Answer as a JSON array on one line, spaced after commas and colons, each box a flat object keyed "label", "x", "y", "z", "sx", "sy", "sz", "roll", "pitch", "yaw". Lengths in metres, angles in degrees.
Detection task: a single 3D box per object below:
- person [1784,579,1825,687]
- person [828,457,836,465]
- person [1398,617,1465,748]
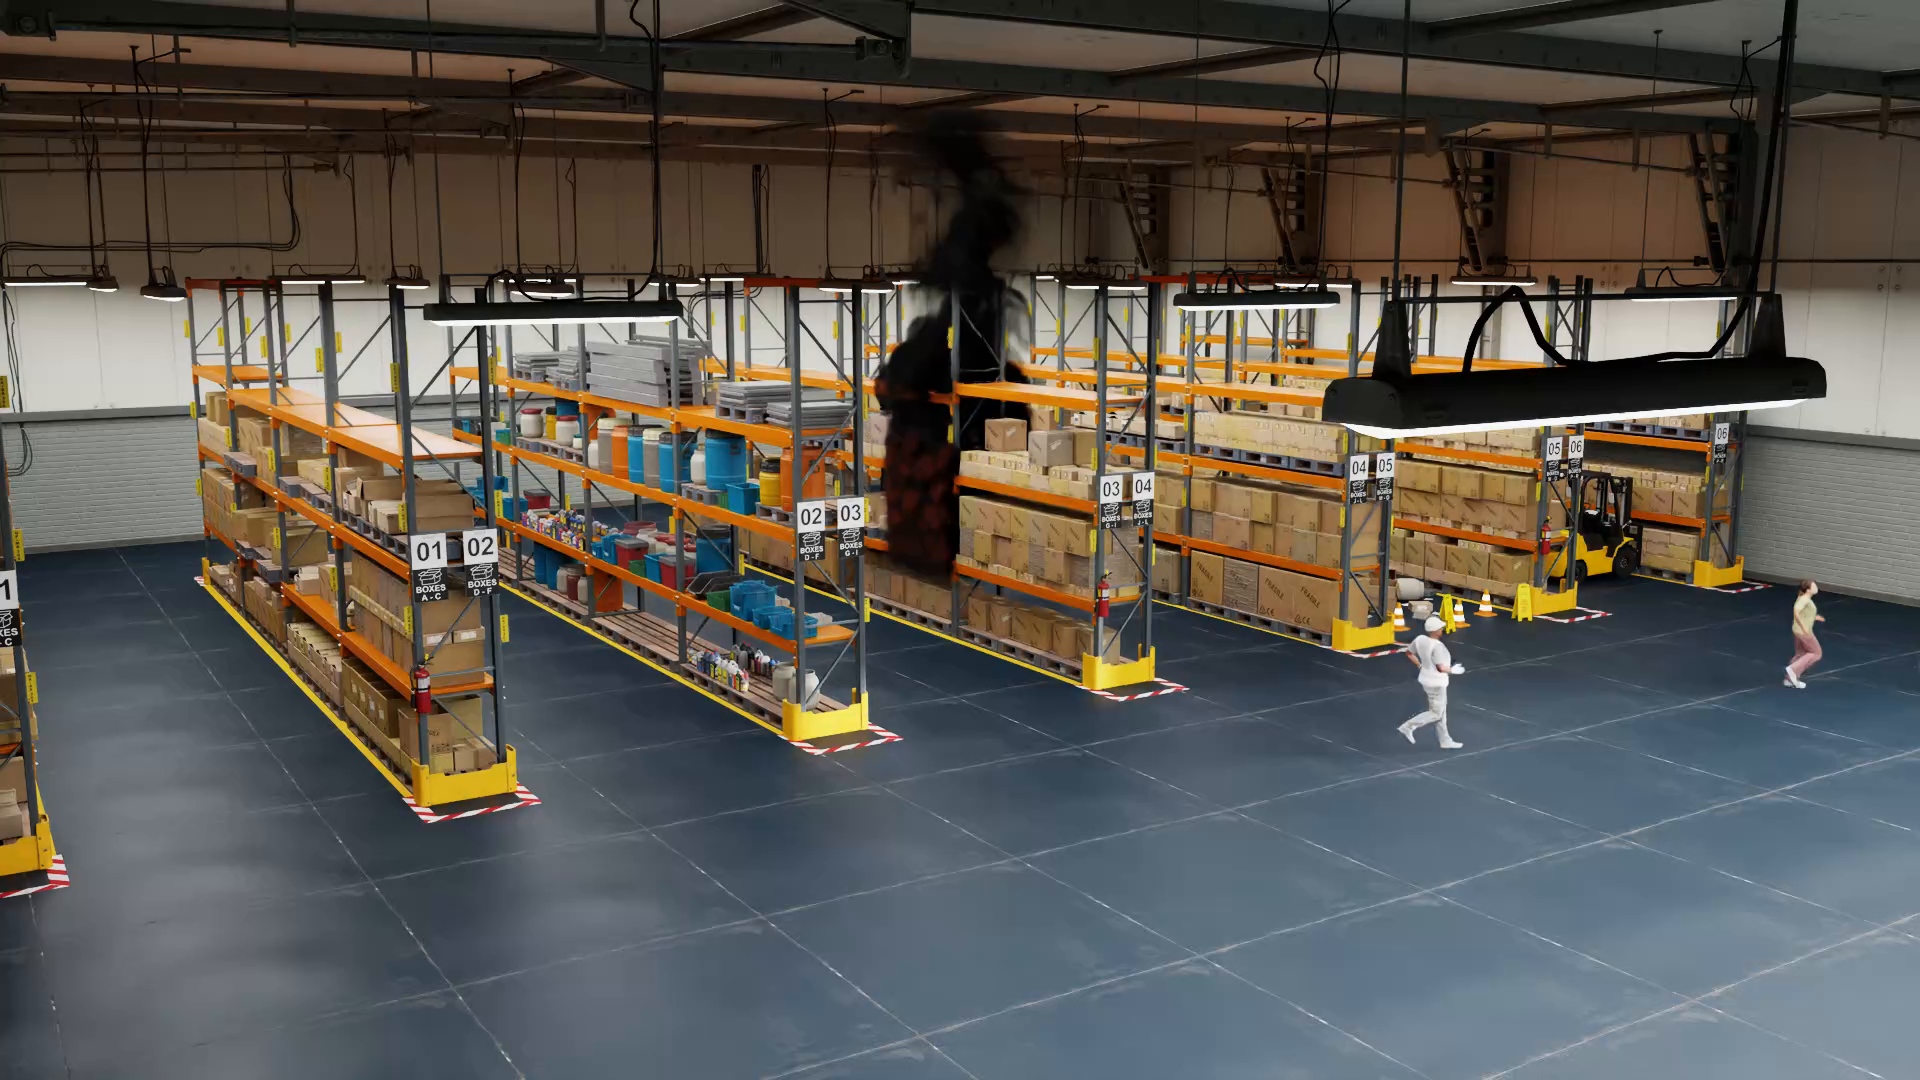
[{"label": "person", "x": 12.636, "y": 1.387, "z": 24.839, "sx": 0.538, "sy": 1.637, "sz": 0.565, "roll": 2, "pitch": 10, "yaw": 14}, {"label": "person", "x": -3.204, "y": -1.269, "z": 40.789, "sx": 0.726, "sy": 1.689, "sz": 0.701, "roll": 3, "pitch": 10, "yaw": 20}, {"label": "person", "x": 6.116, "y": 1.864, "z": 21.548, "sx": 0.940, "sy": 1.768, "sz": 0.682, "roll": -2, "pitch": 10, "yaw": -10}]
